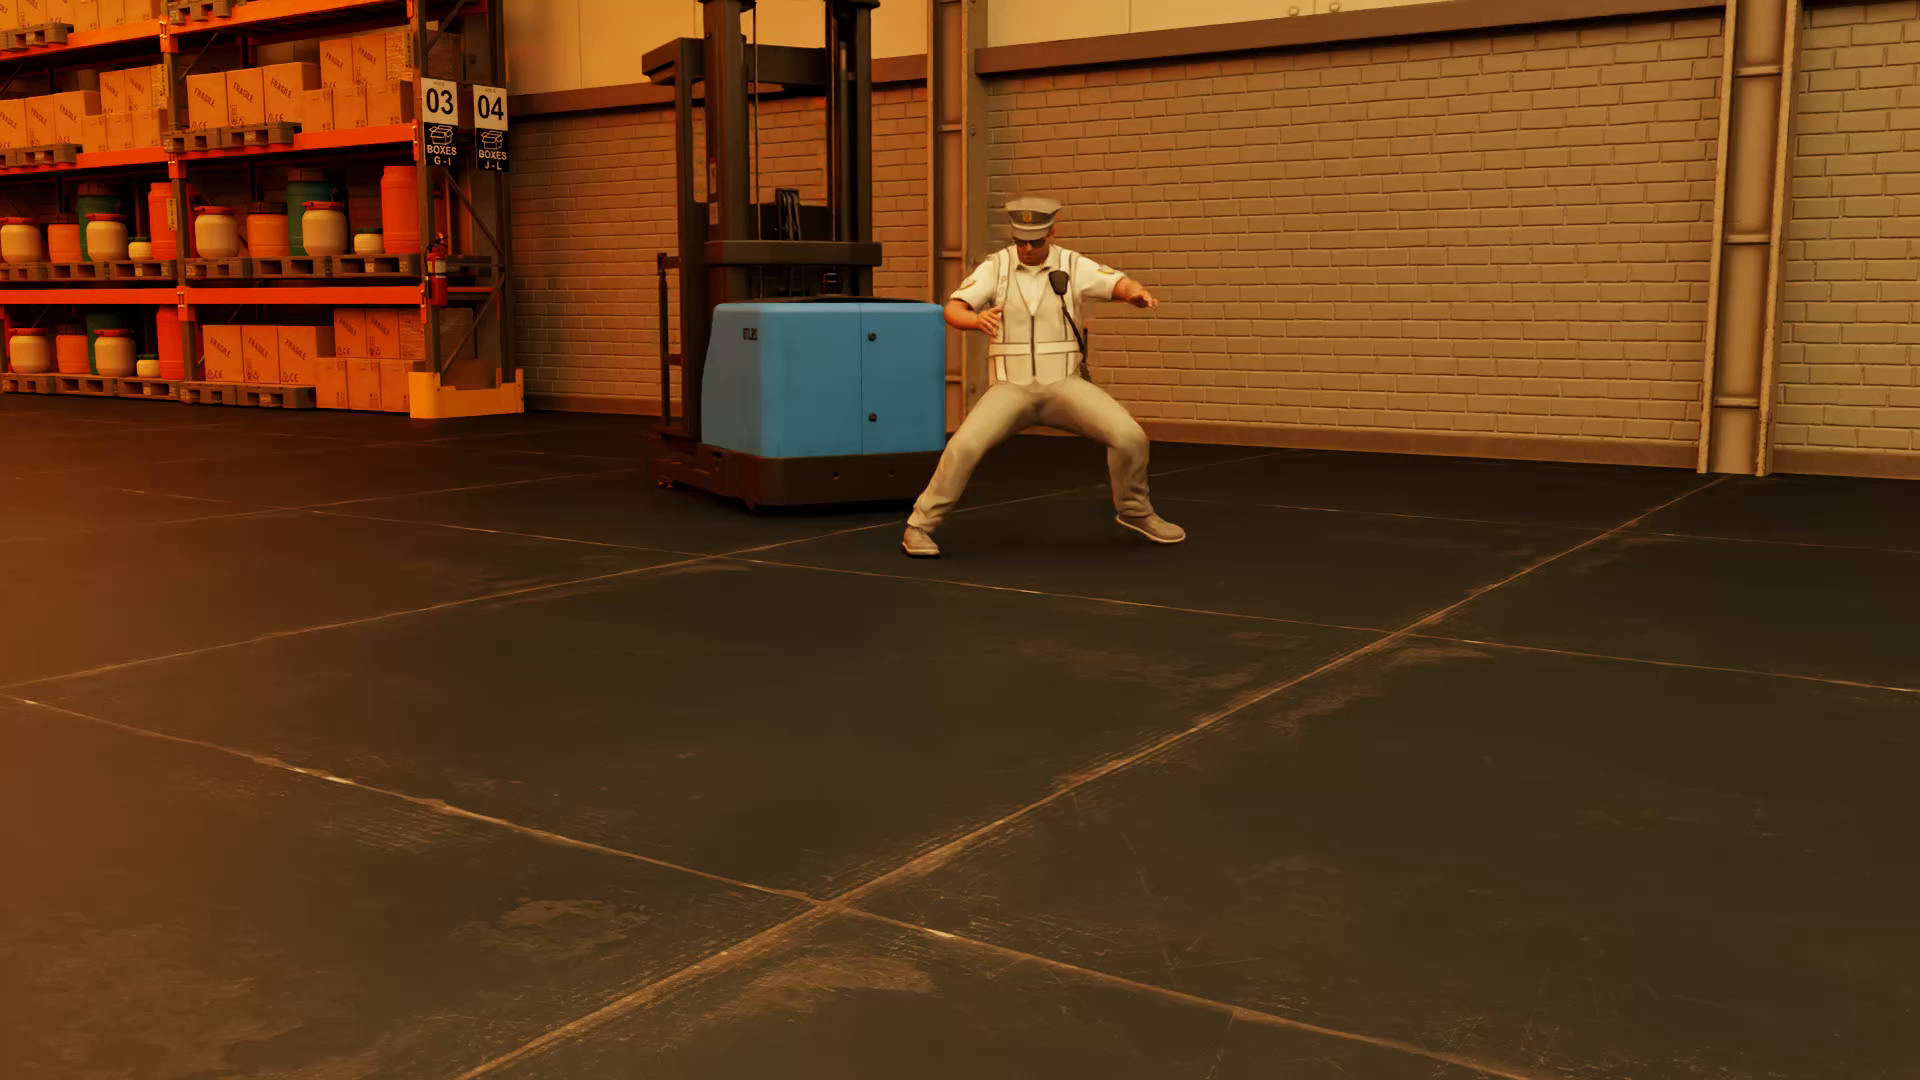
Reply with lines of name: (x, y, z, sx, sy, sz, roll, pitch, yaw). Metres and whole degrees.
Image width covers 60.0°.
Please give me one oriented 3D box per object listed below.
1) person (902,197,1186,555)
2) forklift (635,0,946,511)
person: (0.372, -0.718, 7.218, 1.238, 1.528, 0.706, 1, 8, 6)
forklift: (-1.168, -1.768, 9.623, 1.130, 2.935, 3.031, -4, 9, -26)
